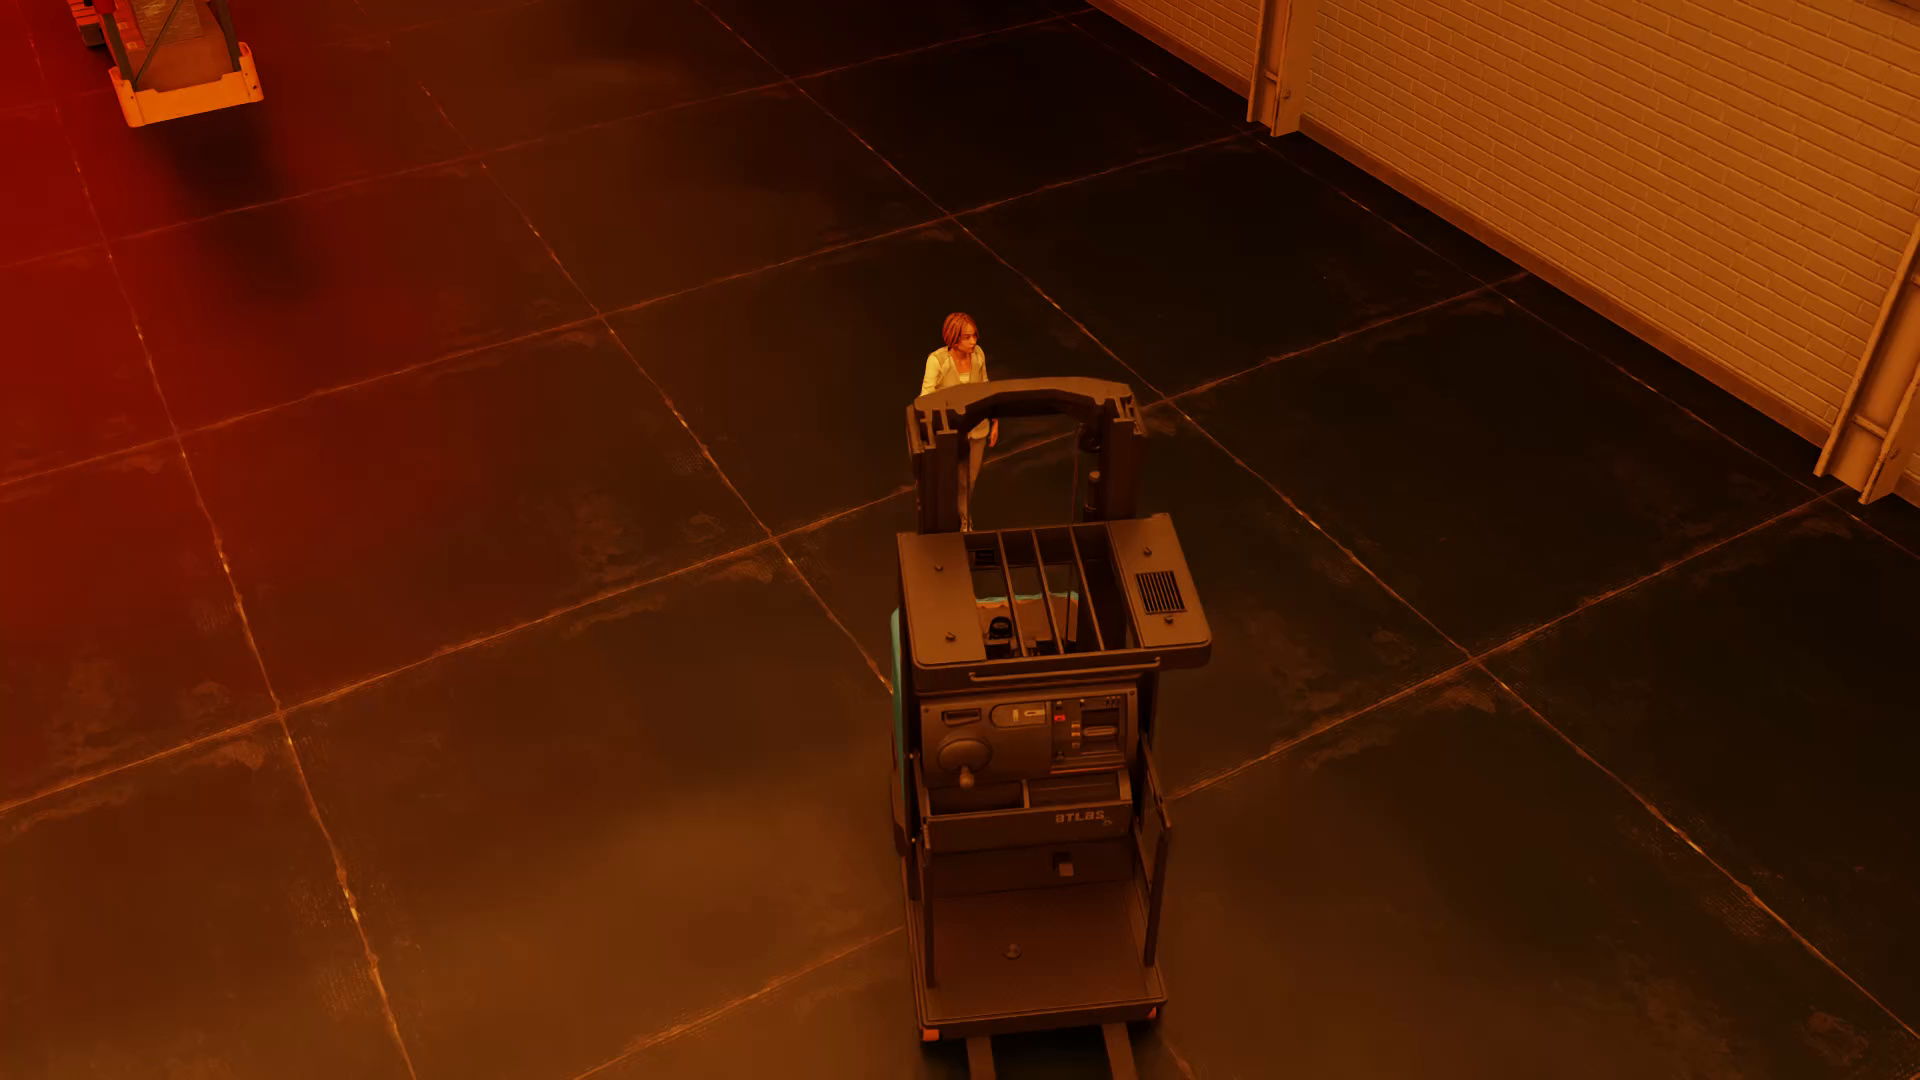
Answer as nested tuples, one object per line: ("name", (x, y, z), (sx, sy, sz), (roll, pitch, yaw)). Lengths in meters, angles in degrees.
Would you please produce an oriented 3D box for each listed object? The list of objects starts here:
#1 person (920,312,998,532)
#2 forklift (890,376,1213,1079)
("person", (0.025, -0.570, 9.768), (0.520, 1.582, 0.475), (-20, 44, -23))
("forklift", (0.325, 0.915, 6.933), (1.130, 2.935, 3.031), (-4, 40, -5))
